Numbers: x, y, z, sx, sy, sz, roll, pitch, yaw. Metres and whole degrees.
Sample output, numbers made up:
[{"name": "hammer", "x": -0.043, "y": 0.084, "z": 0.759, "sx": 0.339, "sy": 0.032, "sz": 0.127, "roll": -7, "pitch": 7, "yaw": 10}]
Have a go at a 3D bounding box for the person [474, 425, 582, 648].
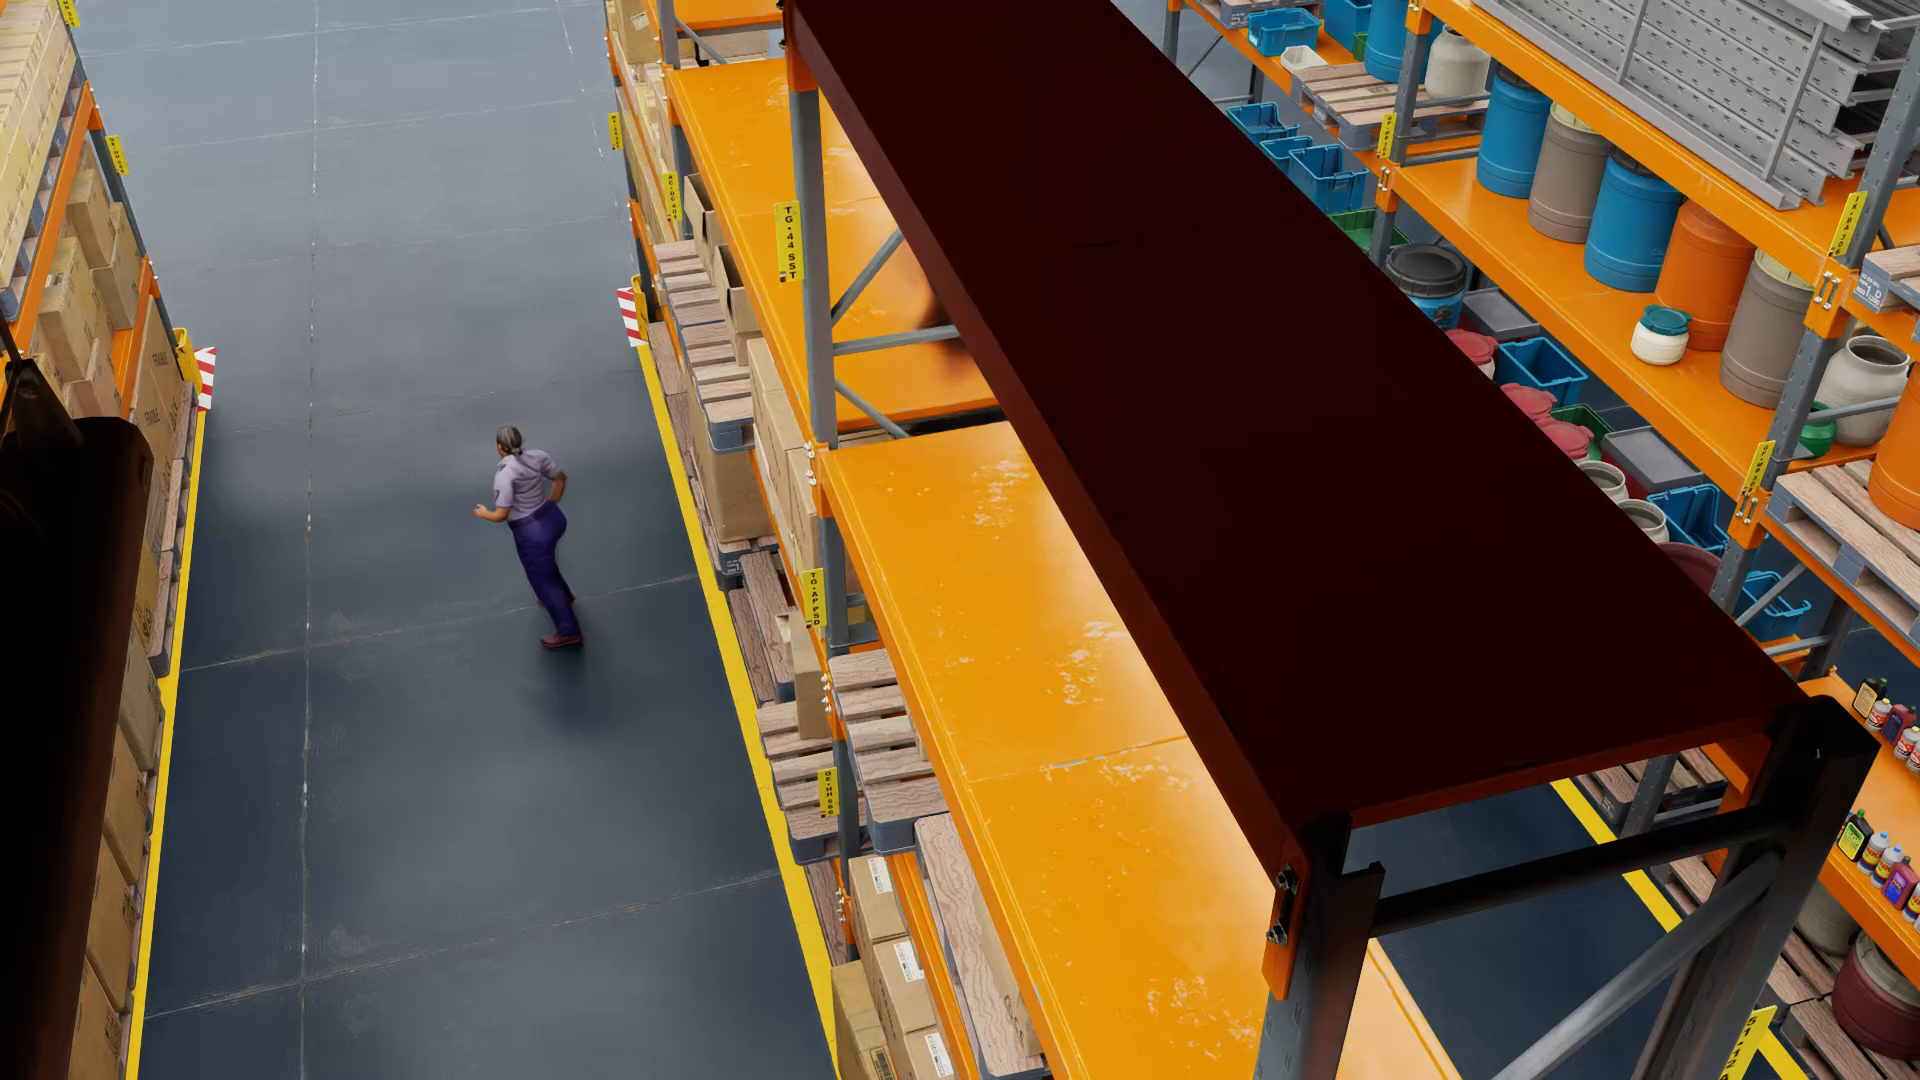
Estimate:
[{"name": "person", "x": -3.013, "y": -0.056, "z": 11.671, "sx": 0.763, "sy": 1.592, "sz": 0.670, "roll": 11, "pitch": 40, "yaw": 13}]
